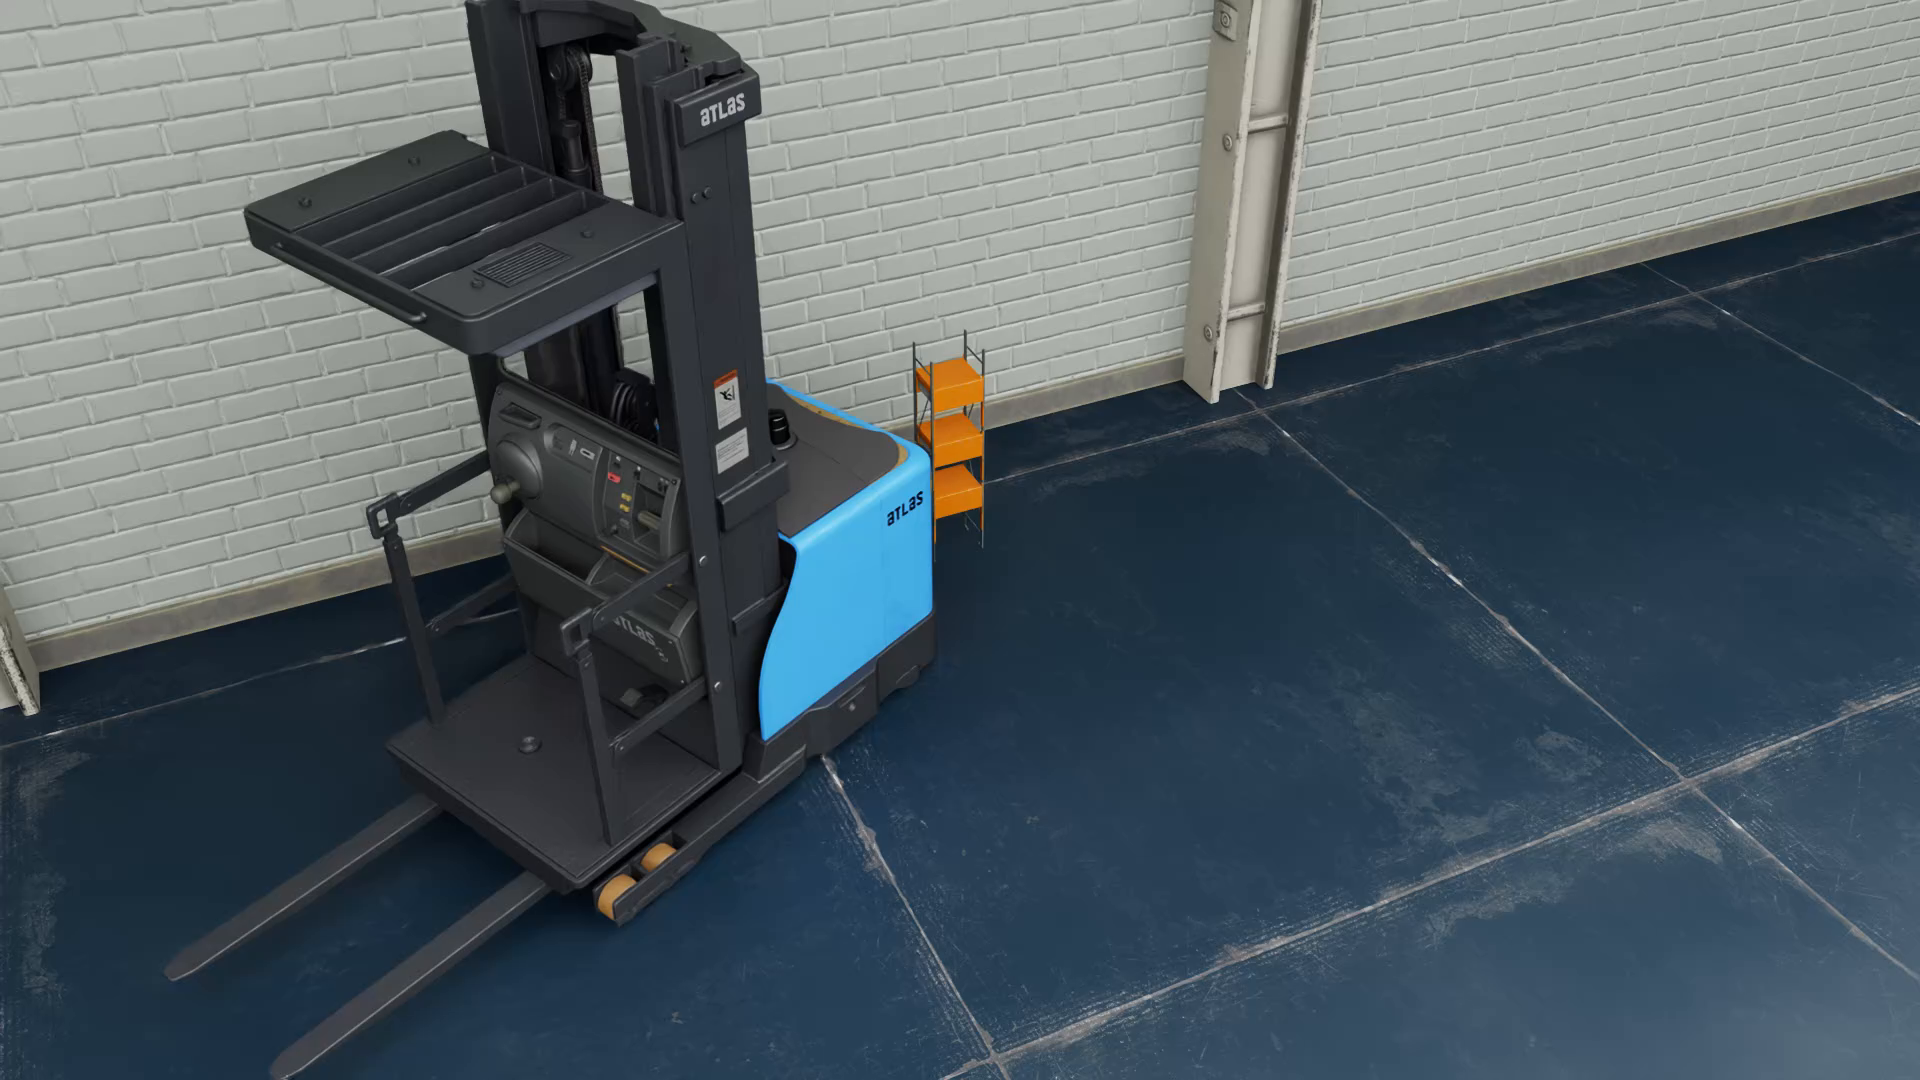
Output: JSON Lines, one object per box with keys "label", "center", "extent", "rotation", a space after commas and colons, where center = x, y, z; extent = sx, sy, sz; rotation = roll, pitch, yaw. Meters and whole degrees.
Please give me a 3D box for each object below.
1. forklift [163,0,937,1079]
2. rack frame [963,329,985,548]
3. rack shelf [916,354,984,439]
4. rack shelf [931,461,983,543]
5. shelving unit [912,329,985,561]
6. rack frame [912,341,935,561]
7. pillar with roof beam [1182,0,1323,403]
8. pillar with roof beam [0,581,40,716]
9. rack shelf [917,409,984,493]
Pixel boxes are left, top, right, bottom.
{"label": "forklift", "center": [-1.412, -0.156, 5.500], "extent": [1.130, 2.935, 3.031], "rotation": [26, 44, 30]}
{"label": "rack frame", "center": [0.062, -0.439, 7.461], "extent": [0.008, 1.050, 0.200], "rotation": [-16, 39, -20]}
{"label": "rack shelf", "center": [-0.048, -0.628, 7.256], "extent": [0.240, 0.259, 0.215], "rotation": [-16, 39, -20]}
{"label": "rack shelf", "center": [-0.048, -0.176, 7.591], "extent": [0.240, 0.259, 0.215], "rotation": [-16, 39, -20]}
{"label": "shelving unit", "center": [-0.048, -0.408, 7.419], "extent": [0.252, 1.050, 0.215], "rotation": [-16, 39, -20]}
{"label": "rack frame", "center": [-0.159, -0.377, 7.377], "extent": [0.008, 1.050, 0.200], "rotation": [-16, 39, -20]}
{"label": "pillar with roof beam", "center": [3.253, -2.140, 3.081], "extent": [0.400, 9.000, 9.100], "rotation": [-16, 39, -20]}
{"label": "pillar with roof beam", "center": [-2.179, -0.621, 1.033], "extent": [0.400, 9.000, 9.100], "rotation": [-16, 39, -20]}
{"label": "rack shelf", "center": [-0.048, -0.400, 7.425], "extent": [0.240, 0.259, 0.215], "rotation": [-16, 39, -20]}
